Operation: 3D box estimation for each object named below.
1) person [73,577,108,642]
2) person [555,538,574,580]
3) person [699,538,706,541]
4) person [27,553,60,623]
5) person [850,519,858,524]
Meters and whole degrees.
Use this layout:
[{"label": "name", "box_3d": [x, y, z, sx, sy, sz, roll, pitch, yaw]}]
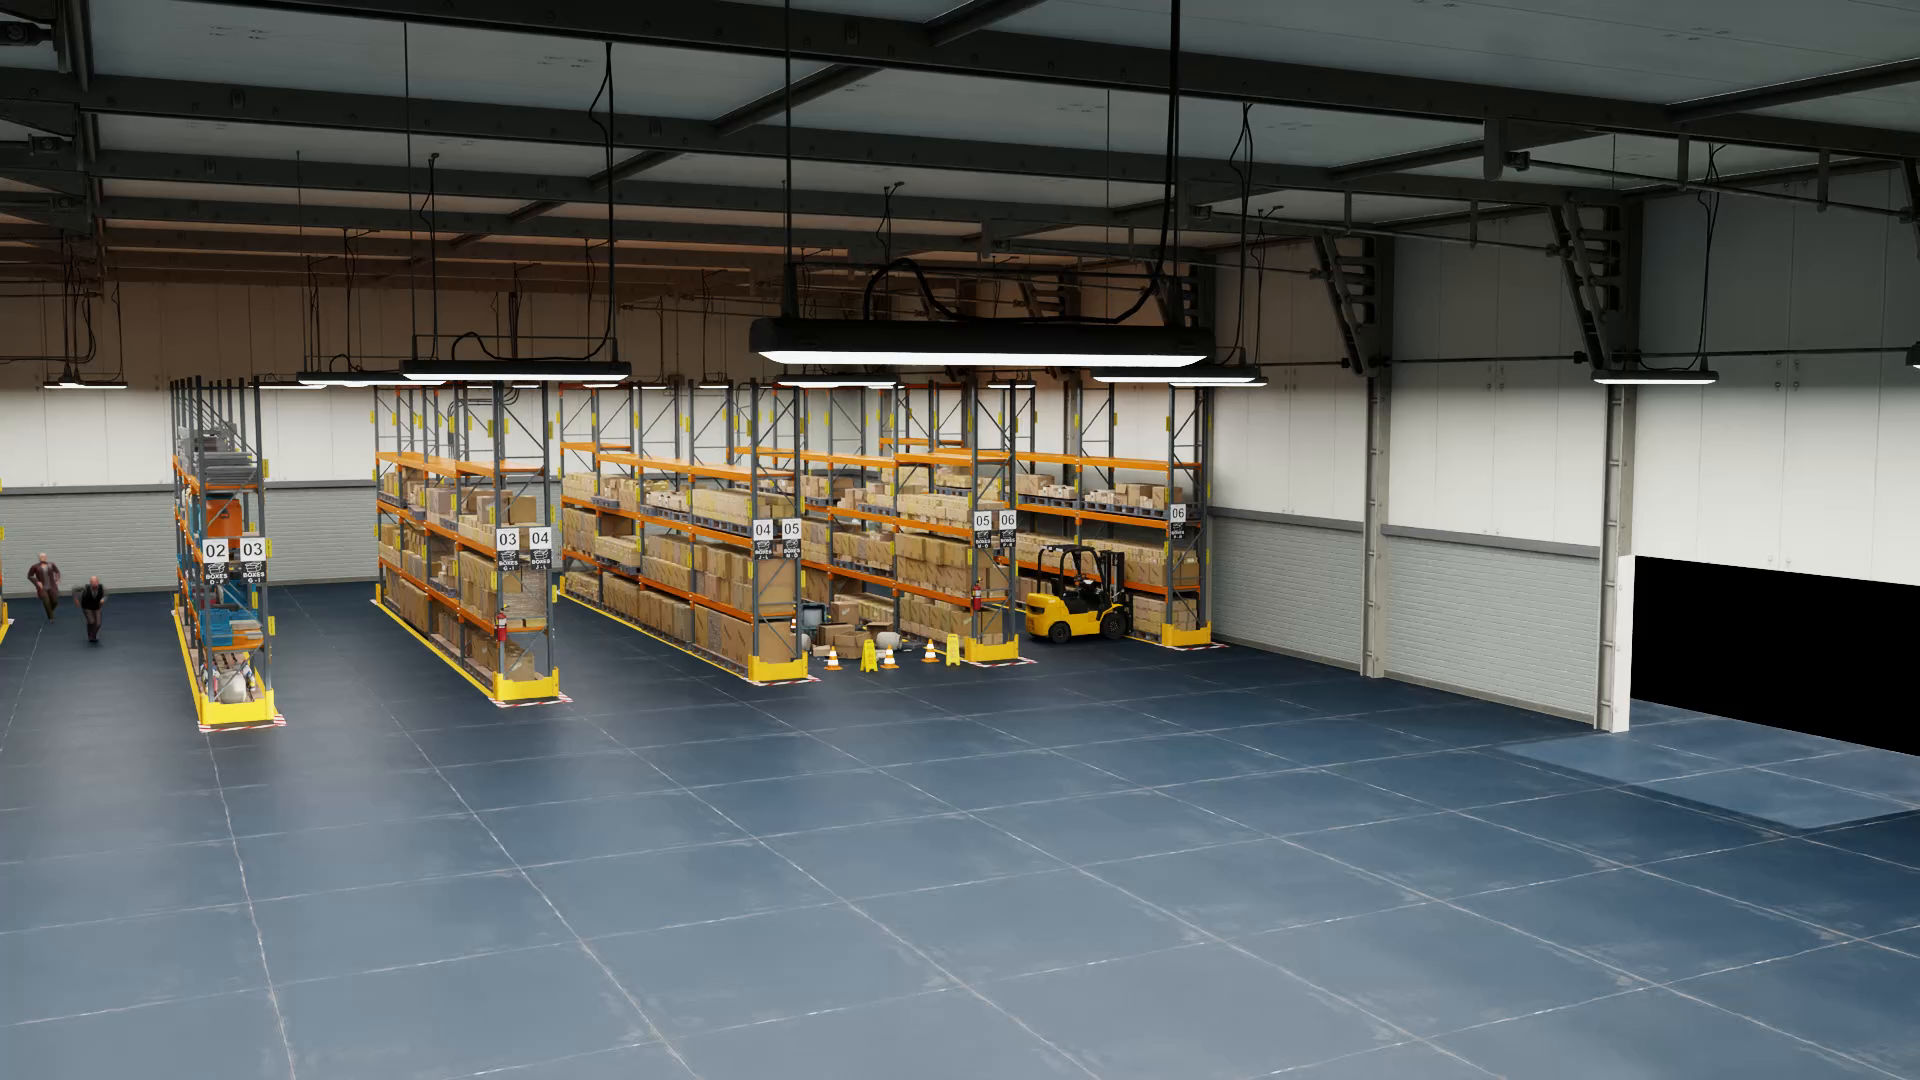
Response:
[{"label": "person", "box_3d": [-19.776, 1.586, 37.850, 0.684, 1.549, 0.870, -4, 7, -39]}, {"label": "person", "box_3d": [-11.426, 0.629, 48.214, 0.635, 1.646, 0.590, -5, 7, -42]}, {"label": "person", "box_3d": [-7.045, 0.833, 45.488, 0.681, 1.754, 0.682, -3, 6, -32]}, {"label": "person", "box_3d": [-22.789, 1.187, 41.390, 0.735, 1.738, 0.668, -5, 7, -42]}, {"label": "person", "box_3d": [-3.017, 0.318, 47.821, 0.601, 1.873, 0.806, -3, 6, -33]}]
